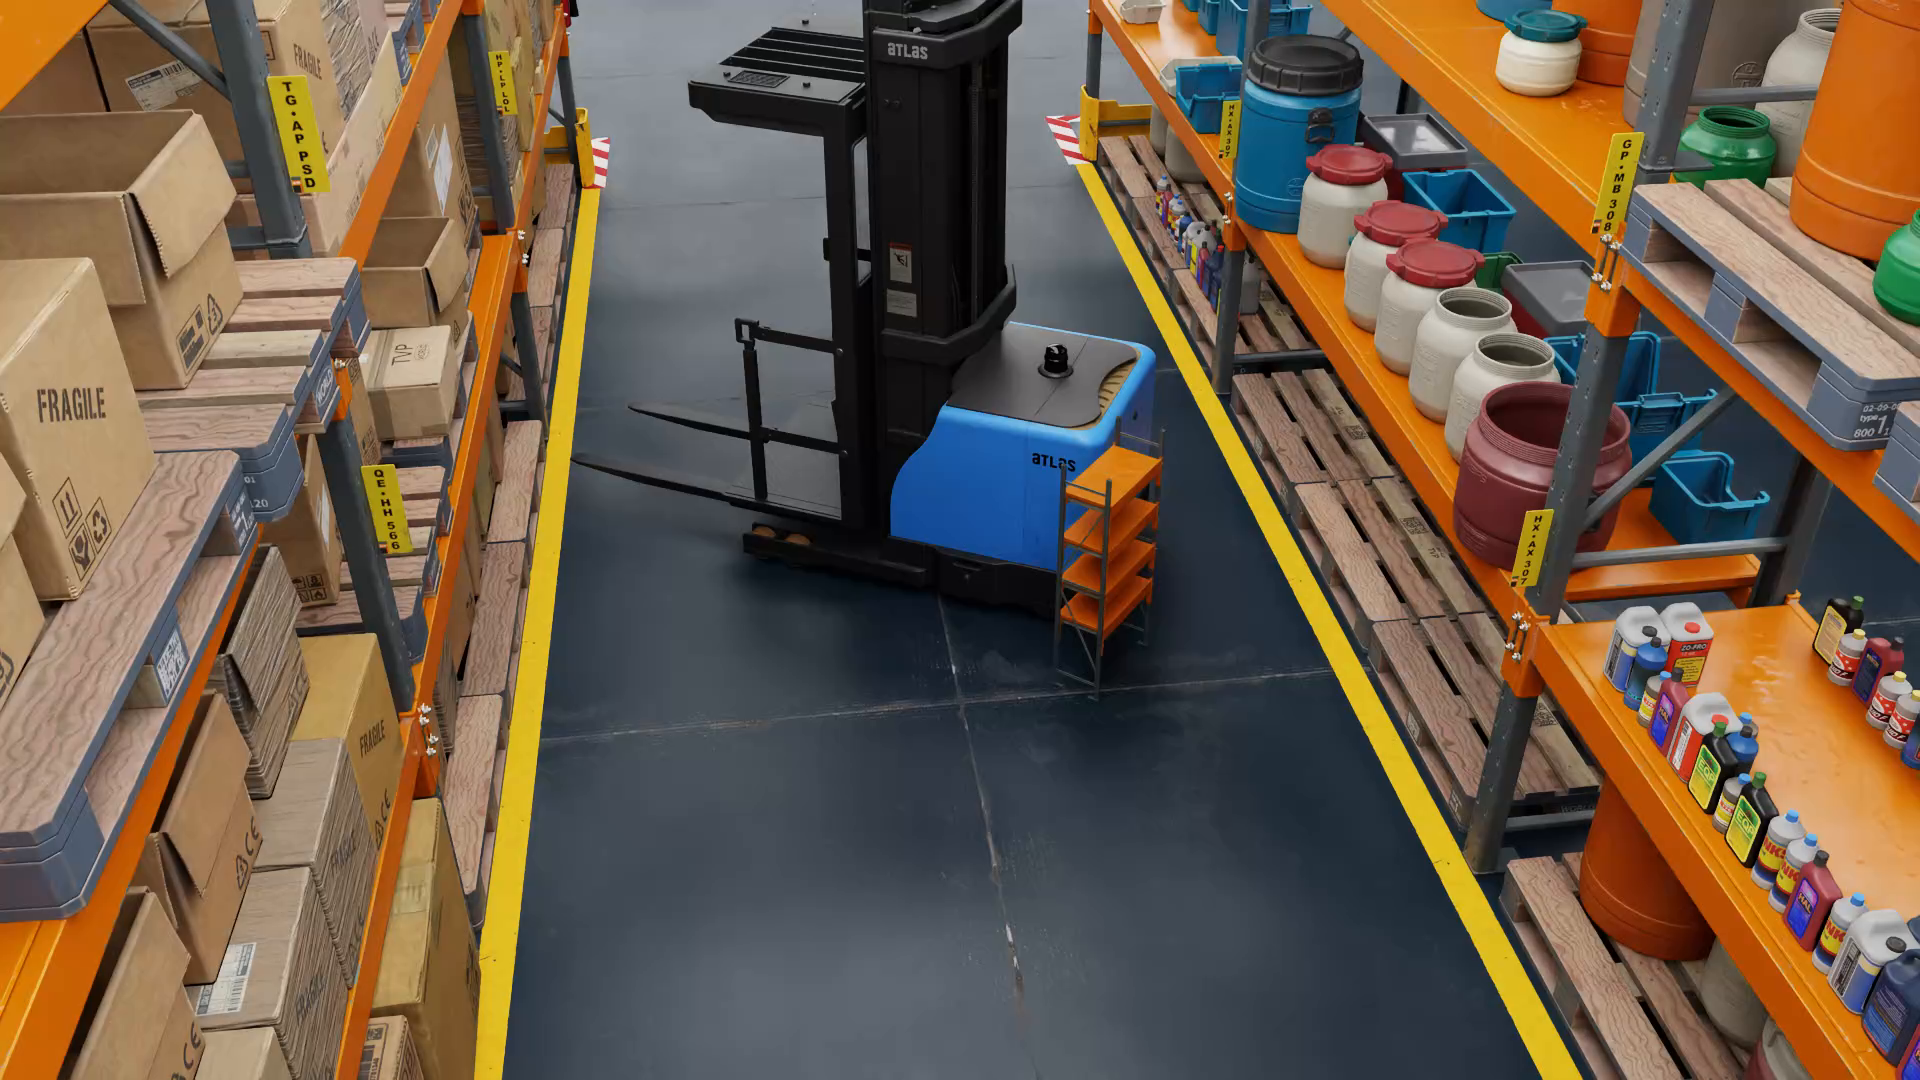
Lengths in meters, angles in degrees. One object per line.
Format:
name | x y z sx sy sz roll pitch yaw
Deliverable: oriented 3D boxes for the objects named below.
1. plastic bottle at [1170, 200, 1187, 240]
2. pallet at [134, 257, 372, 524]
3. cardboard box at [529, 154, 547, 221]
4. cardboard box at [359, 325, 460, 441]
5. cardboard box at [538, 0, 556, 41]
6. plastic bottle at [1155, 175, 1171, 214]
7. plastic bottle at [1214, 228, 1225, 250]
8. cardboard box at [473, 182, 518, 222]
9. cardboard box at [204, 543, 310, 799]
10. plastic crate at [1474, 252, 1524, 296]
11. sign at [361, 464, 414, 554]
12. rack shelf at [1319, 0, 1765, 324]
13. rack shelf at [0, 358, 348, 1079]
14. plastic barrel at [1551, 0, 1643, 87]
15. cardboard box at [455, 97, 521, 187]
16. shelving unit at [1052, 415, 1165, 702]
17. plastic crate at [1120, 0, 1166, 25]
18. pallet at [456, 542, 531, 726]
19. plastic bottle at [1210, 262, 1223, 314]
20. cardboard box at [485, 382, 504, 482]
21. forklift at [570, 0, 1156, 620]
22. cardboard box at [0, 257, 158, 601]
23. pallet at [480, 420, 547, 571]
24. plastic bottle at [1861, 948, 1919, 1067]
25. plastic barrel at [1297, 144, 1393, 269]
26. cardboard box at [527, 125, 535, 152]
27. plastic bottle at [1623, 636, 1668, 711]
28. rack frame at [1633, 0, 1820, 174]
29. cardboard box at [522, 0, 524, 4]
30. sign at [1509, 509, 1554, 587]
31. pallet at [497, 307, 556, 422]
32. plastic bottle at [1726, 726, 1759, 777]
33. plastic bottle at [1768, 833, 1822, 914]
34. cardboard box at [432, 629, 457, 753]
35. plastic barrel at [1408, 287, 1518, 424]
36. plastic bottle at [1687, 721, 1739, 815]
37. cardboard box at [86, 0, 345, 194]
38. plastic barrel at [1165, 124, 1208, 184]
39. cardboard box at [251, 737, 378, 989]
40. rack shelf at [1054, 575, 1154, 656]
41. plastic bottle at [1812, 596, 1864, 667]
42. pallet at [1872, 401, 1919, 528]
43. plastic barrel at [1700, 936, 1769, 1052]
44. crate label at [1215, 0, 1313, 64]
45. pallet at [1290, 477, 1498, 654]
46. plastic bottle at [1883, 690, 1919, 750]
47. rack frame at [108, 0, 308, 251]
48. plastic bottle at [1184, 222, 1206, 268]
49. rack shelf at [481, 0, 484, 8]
plastic bottle | 1.489 -2.183 11.321 0.097 0.271 0.097 0 34 0
pallet | -2.199 -0.378 4.145 1.213 0.211 1.003 -3 34 -4
cardboard box | -3.232 -2.496 11.595 0.500 0.500 0.500 4 35 6
cardboard box | -2.335 -0.636 6.779 0.500 0.250 0.500 -5 35 -8
cardboard box | -3.181 -3.621 11.047 0.875 0.500 0.500 -4 35 -6
plastic bottle | 1.429 -2.430 11.684 0.097 0.271 0.097 0 34 0
plastic bottle | 1.689 -1.885 10.874 0.061 0.283 0.133 -4 35 -6
cardboard box | -2.607 -1.842 9.013 0.380 0.149 0.250 -4 35 -6
cardboard box | -2.256 0.382 4.546 0.797 0.503 0.637 -3 34 -5
plastic crate | 2.546 -1.141 7.948 0.450 0.188 0.662 -4 35 -6
sign | -1.788 -0.094 5.196 0.100 0.325 0.005 -4 35 -6
rack shelf | 2.301 -2.005 7.004 1.077 0.370 4.000 -4 35 -6
rack shelf | -2.069 0.602 3.178 1.077 0.370 4.000 -4 35 -6
plastic barrel | 2.587 -2.203 6.274 0.600 0.830 0.708 -4 35 -6
cardboard box | -2.875 -2.224 8.996 0.875 0.500 0.500 -4 35 -6
shelving unit | 0.668 0.093 7.547 0.258 1.200 0.503 20 39 27
plastic crate | 1.296 -3.778 11.864 0.298 0.136 0.250 -4 35 -6
pallet | -2.602 0.465 7.880 1.003 0.211 1.213 -4 35 -6
plastic bottle | 1.660 -1.603 10.401 0.144 0.351 0.185 -5 35 -8
cardboard box | -2.815 -0.608 8.808 0.700 0.500 0.500 -7 35 -10
forklift | -0.582 -1.337 8.110 3.031 2.935 1.130 12 36 17
cardboard box | -1.981 -0.216 3.278 0.500 0.500 0.500 -3 34 -4
pallet | -2.770 -0.217 8.881 1.003 0.211 1.213 -4 35 -6
plastic bottle | 2.512 1.203 4.365 0.144 0.351 0.185 -4 35 -6
plastic barrel | 1.943 -1.684 8.437 0.433 0.535 0.433 0 34 0
cardboard box | -2.724 -2.402 9.834 0.380 0.149 0.250 -4 35 -6
plastic bottle | 2.296 0.439 5.556 0.097 0.271 0.097 0 34 0
rack frame | 2.570 -2.426 4.319 1.000 3.000 0.127 -4 35 -6
cardboard box | -2.898 -3.487 9.963 0.500 0.500 0.500 -4 35 -6
sign | 2.026 0.032 5.895 0.100 0.325 0.005 -4 35 -6
pallet | -3.001 -1.023 10.064 1.003 0.211 1.213 -4 35 -6
plastic bottle | 2.419 0.693 5.184 0.097 0.271 0.097 0 34 0
plastic bottle | 2.421 0.955 4.799 0.097 0.271 0.097 0 34 0
cardboard box | -2.535 0.599 7.037 0.700 0.500 0.500 -7 35 -10
plastic barrel | 2.163 -0.786 7.140 0.421 0.512 0.421 0 34 0
plastic bottle | 2.343 0.704 5.157 0.061 0.283 0.133 -4 35 -6
cardboard box | -2.146 -1.341 4.857 0.500 0.500 0.500 -4 34 -6
plastic barrel | 1.726 -2.915 12.200 0.421 0.512 0.421 0 34 0
cardboard box | -1.965 0.923 4.644 0.500 0.500 0.500 -5 35 -7
rack shelf | 0.668 0.313 7.697 0.258 0.148 0.480 20 39 27
plastic bottle | 3.047 0.295 5.757 0.061 0.283 0.133 -4 35 -6
pallet | 2.750 0.061 3.500 1.003 0.211 1.213 -4 35 -6
plastic barrel | 2.817 1.488 5.739 0.421 0.512 0.421 0 34 0
crate label | 2.010 -3.419 11.072 0.502 0.435 0.616 -4 35 -6
pallet | 2.343 0.091 8.429 1.003 0.211 1.213 -4 35 -6
plastic bottle | 3.089 0.578 5.415 0.097 0.201 0.097 0 34 0
rack frame | -2.338 -2.050 3.768 1.000 3.000 0.127 -4 35 -6
plastic bottle | 1.573 -1.951 10.977 0.152 0.276 0.135 -4 34 -6
rack shelf | -3.145 -3.862 9.728 1.077 0.370 4.000 -4 35 -6
